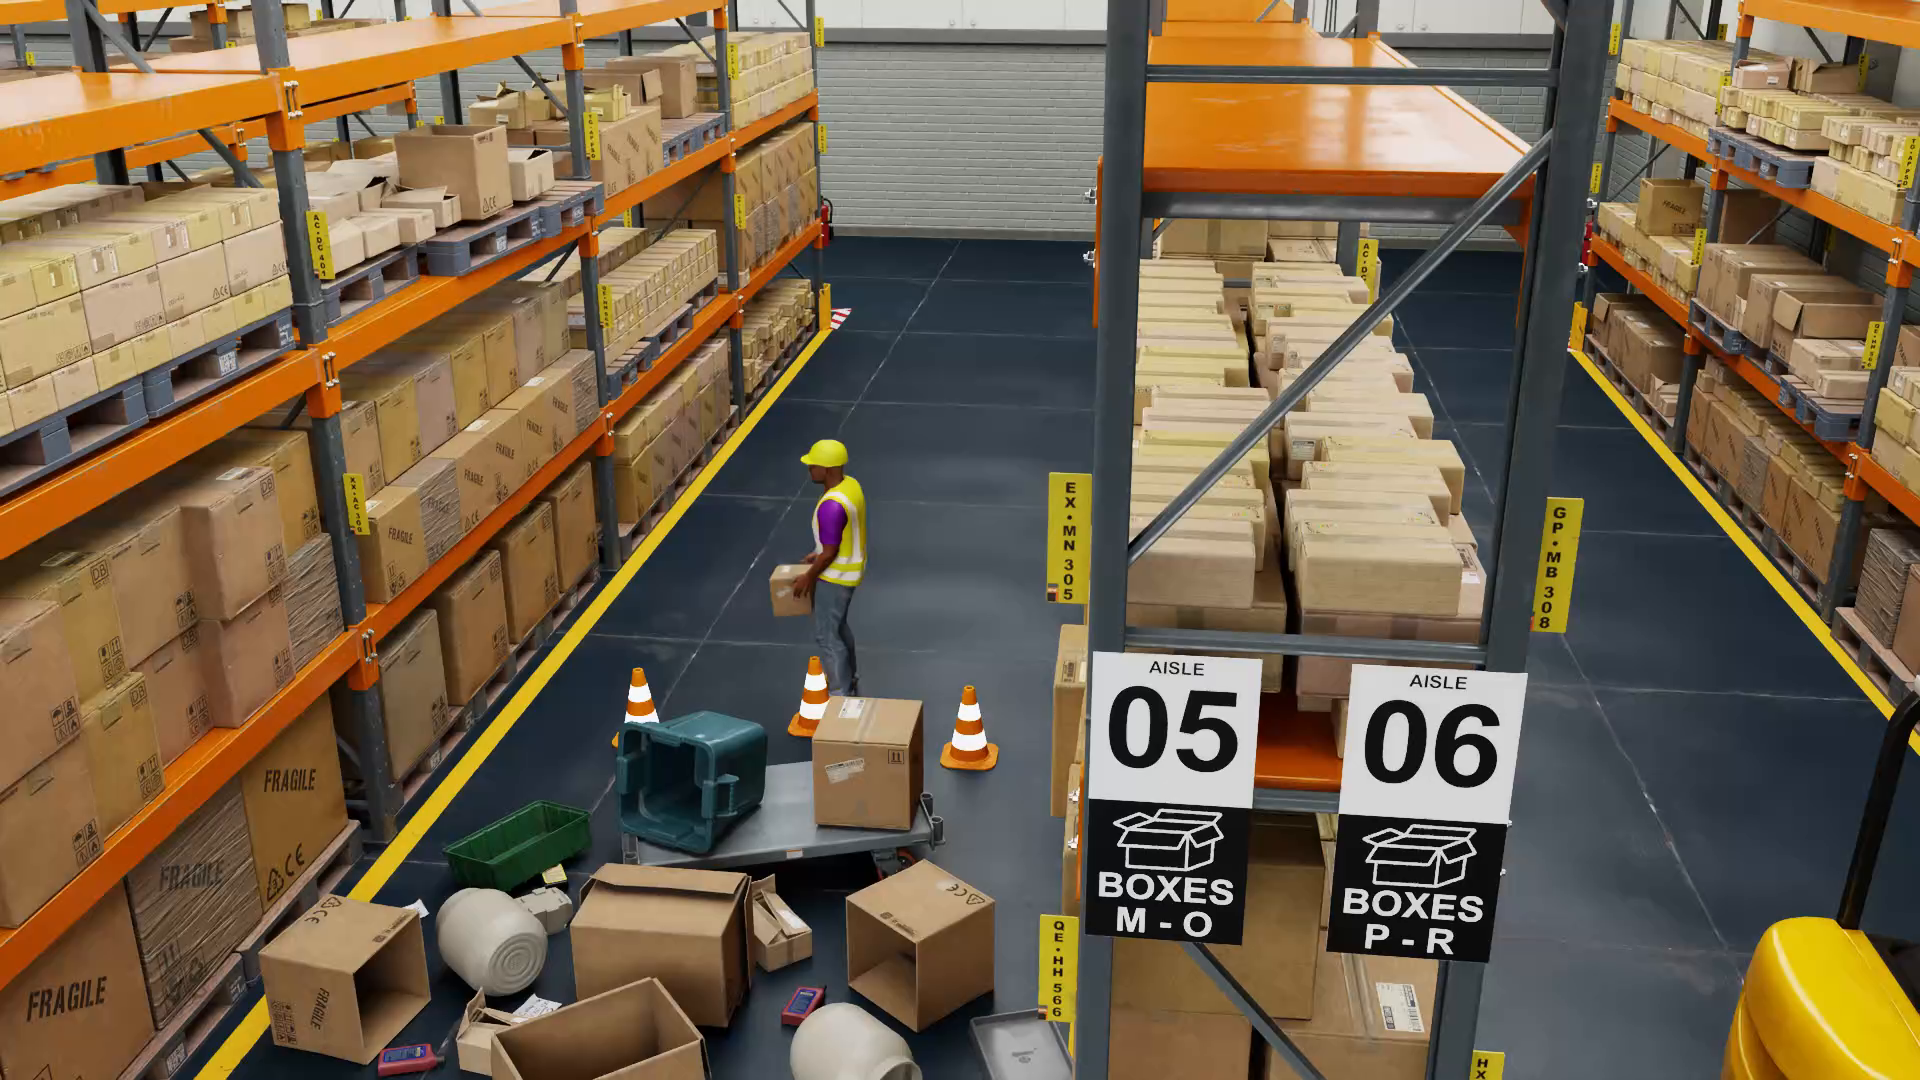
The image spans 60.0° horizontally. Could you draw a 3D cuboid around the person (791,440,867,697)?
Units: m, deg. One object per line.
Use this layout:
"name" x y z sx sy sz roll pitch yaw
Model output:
"person" -0.815 0.211 10.503 0.458 1.765 0.575 2 21 5
